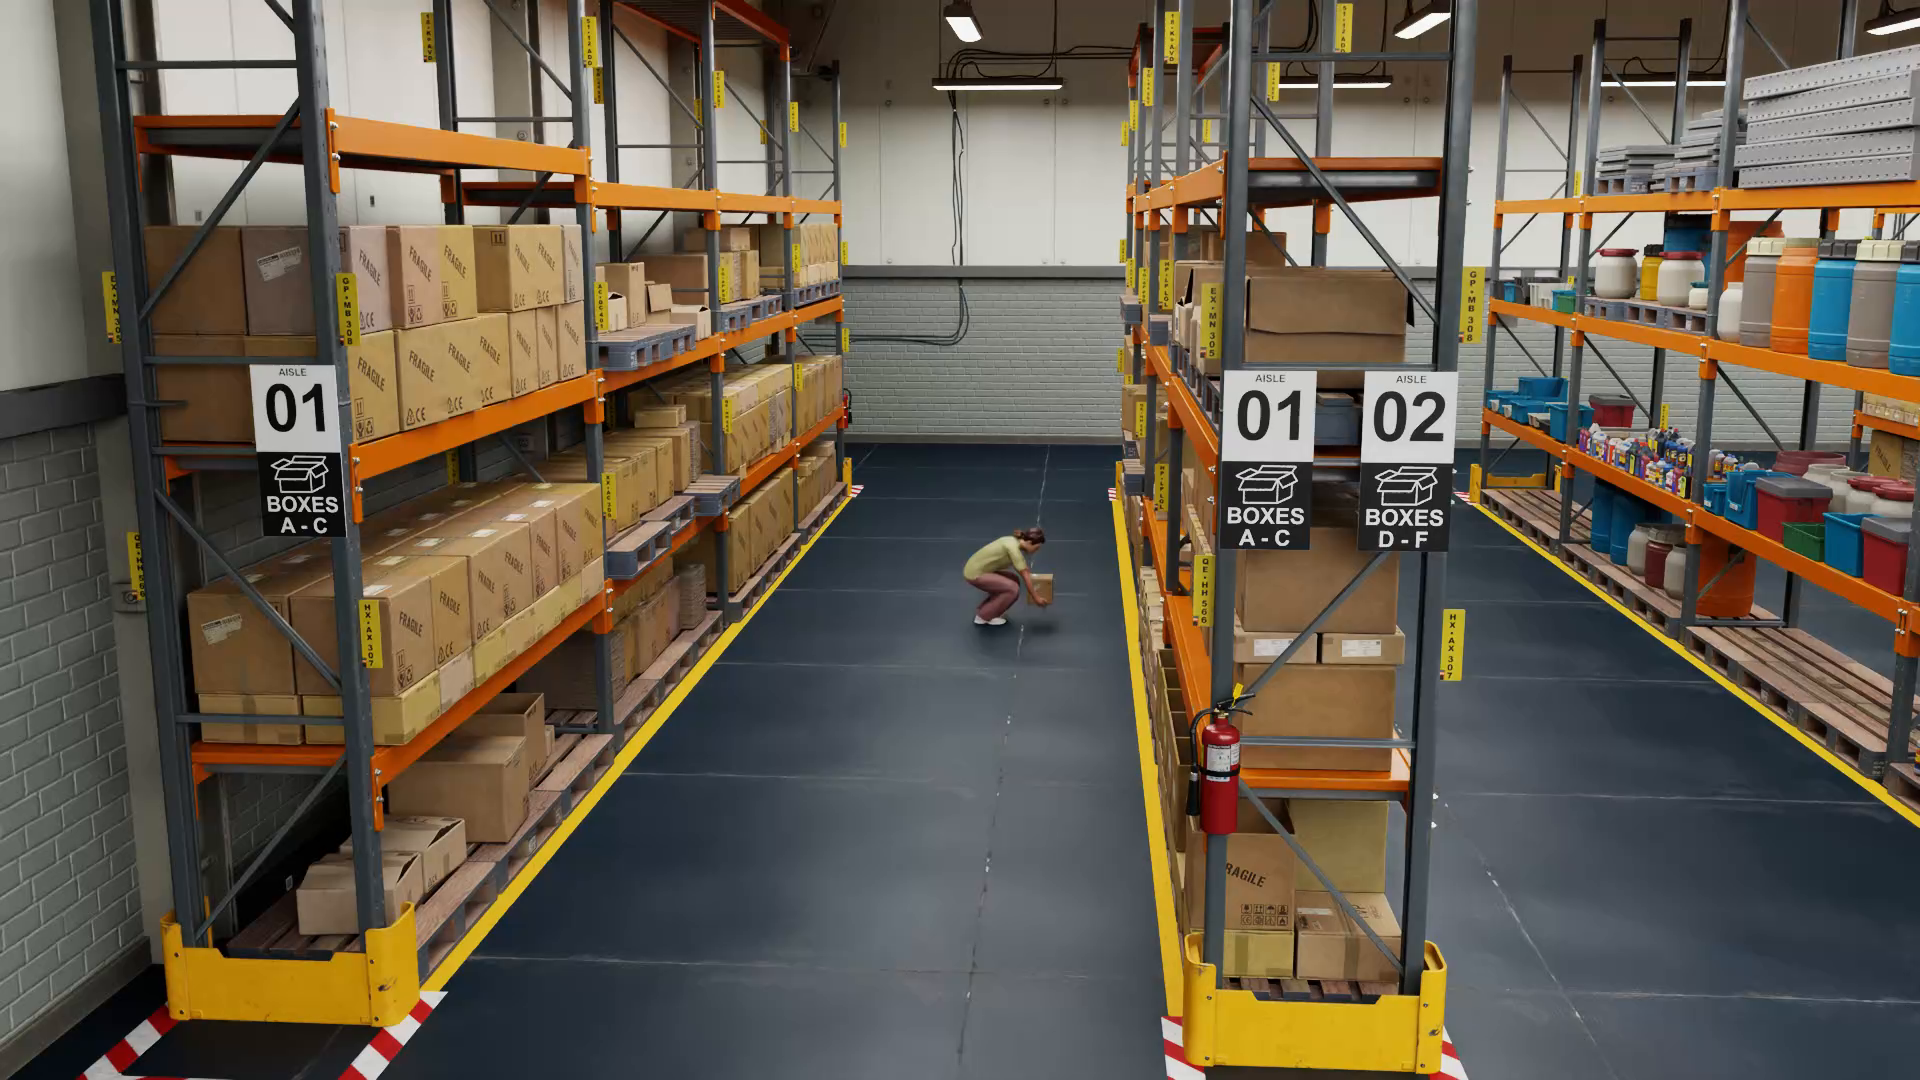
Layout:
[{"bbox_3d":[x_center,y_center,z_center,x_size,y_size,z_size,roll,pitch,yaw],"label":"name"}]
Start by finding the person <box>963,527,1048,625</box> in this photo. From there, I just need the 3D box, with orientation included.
[{"bbox_3d":[0.448,0.341,16.148,0.833,0.930,0.462,0,11,2],"label":"person"}]
